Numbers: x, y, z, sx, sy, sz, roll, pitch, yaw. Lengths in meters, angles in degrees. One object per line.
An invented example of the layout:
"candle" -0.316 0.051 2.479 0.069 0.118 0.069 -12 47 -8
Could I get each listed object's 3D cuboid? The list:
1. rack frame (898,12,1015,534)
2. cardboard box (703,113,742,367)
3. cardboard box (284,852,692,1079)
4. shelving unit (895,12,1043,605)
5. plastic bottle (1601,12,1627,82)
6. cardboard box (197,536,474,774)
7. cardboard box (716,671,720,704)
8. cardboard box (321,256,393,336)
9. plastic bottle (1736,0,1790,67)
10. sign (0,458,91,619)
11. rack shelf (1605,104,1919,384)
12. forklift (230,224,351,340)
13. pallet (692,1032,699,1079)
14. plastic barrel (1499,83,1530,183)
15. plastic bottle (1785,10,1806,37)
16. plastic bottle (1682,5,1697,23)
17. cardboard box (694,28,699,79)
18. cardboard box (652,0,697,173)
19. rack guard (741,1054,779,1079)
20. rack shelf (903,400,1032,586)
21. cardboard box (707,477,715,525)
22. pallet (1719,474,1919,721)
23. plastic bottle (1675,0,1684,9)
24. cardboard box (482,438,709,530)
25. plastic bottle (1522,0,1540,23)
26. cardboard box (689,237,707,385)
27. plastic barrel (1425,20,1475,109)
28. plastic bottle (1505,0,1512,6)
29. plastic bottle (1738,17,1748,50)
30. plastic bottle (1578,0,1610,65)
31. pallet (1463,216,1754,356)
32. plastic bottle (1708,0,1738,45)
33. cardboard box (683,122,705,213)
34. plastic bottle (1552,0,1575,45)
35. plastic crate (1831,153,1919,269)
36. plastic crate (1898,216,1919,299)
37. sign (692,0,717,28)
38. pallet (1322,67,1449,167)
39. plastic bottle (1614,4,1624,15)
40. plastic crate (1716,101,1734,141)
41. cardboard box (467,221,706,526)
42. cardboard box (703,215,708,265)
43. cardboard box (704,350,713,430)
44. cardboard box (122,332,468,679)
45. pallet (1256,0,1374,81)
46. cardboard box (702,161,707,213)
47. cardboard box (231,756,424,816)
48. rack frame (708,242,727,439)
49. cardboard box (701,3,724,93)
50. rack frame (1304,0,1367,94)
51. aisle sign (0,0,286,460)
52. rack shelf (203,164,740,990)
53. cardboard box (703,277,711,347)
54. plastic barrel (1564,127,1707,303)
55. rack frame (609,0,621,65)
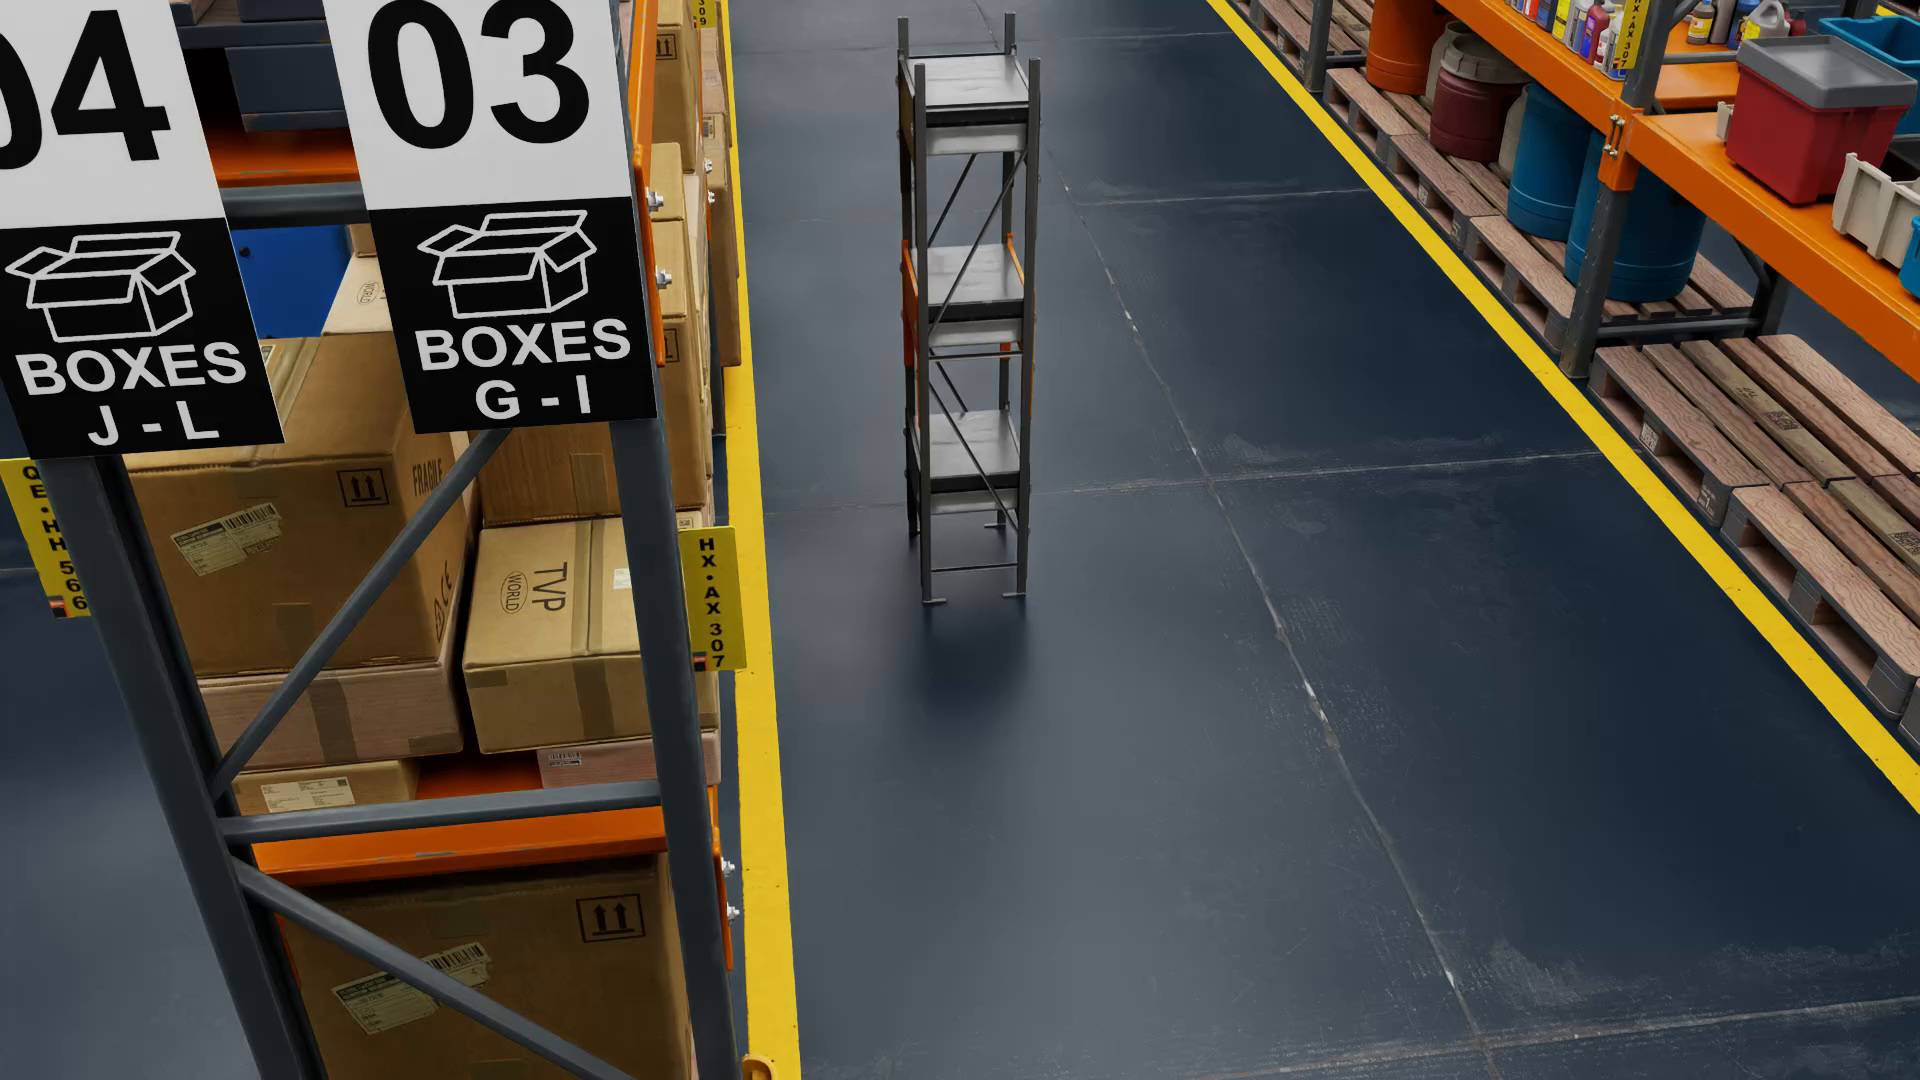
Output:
"rack frame" -0.011 -0.911 6.223 0.400 2.100 0.015 -4 35 -6
"cardboard box" -1.651 -1.341 7.568 1.225 0.875 0.875 -4 35 -6
"cardboard box" -1.172 0.896 4.286 0.875 0.875 0.875 -4 35 -6
"shelving unit" 0.022 -0.775 6.023 0.431 2.100 0.503 -4 35 -6
"plastic bottle" 2.990 -2.209 7.438 0.152 0.276 0.135 -4 35 -6
"cardboard box" -1.335 0.231 3.616 0.500 0.250 0.500 -5 35 -7
"cardboard box" -0.763 0.280 3.899 0.380 0.149 0.250 -5 35 -7
"cardboard box" -1.545 -0.626 4.875 0.500 0.250 0.500 -4 35 -6
"plastic bottle" 3.632 -2.288 7.488 0.144 0.351 0.185 -4 35 -6
"sign" -1.546 -0.001 2.849 0.100 0.325 0.005 -4 35 -6
"rack shelf" 3.632 -0.652 5.681 1.077 0.370 4.000 -4 35 -6
"forklift" -3.948 -2.303 7.526 1.130 2.935 3.031 -24 41 -31
"pallet" -1.192 1.254 4.722 1.003 0.211 1.213 -4 35 -6
"plastic barrel" 3.224 -2.232 9.198 0.421 0.512 0.421 0 34 0
"plastic bottle" 3.737 -2.254 7.497 0.061 0.283 0.133 -4 35 -6
"plastic bottle" 3.615 -2.650 8.151 0.097 0.201 0.097 0 34 0
"cardboard box" -1.427 -2.287 7.354 0.500 0.500 0.500 -4 35 -6
"cardboard box" -1.155 -1.544 5.556 0.500 0.500 0.500 -4 34 -6
"rack guard" -1.004 1.589 3.975 1.175 0.500 0.348 -4 35 -6
"rack shelf" 0.022 -0.186 6.425 0.431 0.518 0.480 -4 35 -6
"cardboard box" -0.868 -0.150 4.530 0.380 0.149 0.250 -5 35 -7
"pallet" 3.668 0.177 6.303 1.003 0.211 1.213 -4 35 -6
"plastic bottle" 3.617 -2.749 8.224 0.061 0.283 0.133 -4 35 -6
"cardboard box" -0.880 -0.096 4.097 0.500 0.250 0.500 -5 35 -7
"plastic bottle" 2.873 -2.694 8.150 0.152 0.276 0.135 -4 35 -6
"cardboard box" -1.020 -0.668 4.936 0.500 0.250 0.500 -5 35 -7
"plastic barrel" 3.072 -2.862 10.123 0.421 0.512 0.421 0 34 0
"plastic bottle" 2.812 -2.801 8.373 0.097 0.201 0.097 0 34 0
"plastic bottle" 3.685 -2.357 7.722 0.097 0.201 0.097 0 34 0
"plastic bottle" 2.914 -2.338 7.620 0.061 0.283 0.133 -4 35 -6
"pallet" 3.301 -1.346 8.538 1.003 0.211 1.213 -4 35 -6
"plastic bottle" 3.629 -2.505 7.872 0.152 0.276 0.135 -4 35 -6
"cardboard box" -1.153 -1.236 5.769 0.500 0.250 0.500 -3 34 -5
"plastic bottle" 2.915 -2.533 7.847 0.144 0.351 0.185 -4 35 -6
"plastic crate" 3.386 -1.175 5.862 0.437 0.282 0.530 -4 35 -6
"plastic crate" 3.371 -0.915 5.524 0.416 0.233 0.300 -4 35 -6
"sign" -0.995 -2.123 6.363 0.100 0.325 0.005 -4 35 -6
"pallet" 2.973 -2.708 10.536 1.003 0.211 1.213 -4 35 -6
"plastic bottle" 3.062 -2.402 7.787 0.097 0.201 0.097 0 34 0
"plastic crate" 3.284 -1.710 6.777 0.396 0.136 0.243 -4 35 -6
"cardboard box" -0.871 -0.396 3.870 0.500 0.500 0.500 -5 35 -8
"cardboard box" -1.075 -1.010 5.792 0.380 0.149 0.250 -4 34 -5
"cardboard box" -0.936 -0.435 4.948 0.380 0.149 0.250 -5 35 -8
"cardboard box" -1.333 -0.080 3.408 0.500 0.500 0.500 -4 34 -6
"pallet" 2.760 -3.580 11.816 1.003 0.211 1.213 -4 35 -6
"cardboard box" -1.144 -1.297 6.212 0.380 0.149 0.250 -4 34 -5
"cardboard box" -1.381 0.472 3.616 0.380 0.149 0.250 -4 34 -5
"rack frame" -1.545 -1.690 6.566 1.000 3.000 0.127 -4 35 -6
"cardboard box" -1.898 -2.333 9.023 1.225 0.875 0.875 -4 35 -6
"rack frame" 2.825 -4.297 10.392 1.000 3.000 0.127 -4 35 -6
"aisle sign" -1.294 -0.469 2.466 0.394 0.787 0.004 -4 35 -6
"rack shelf" -1.276 -0.276 5.131 1.077 0.370 4.000 -4 35 -6
"cardboard box" -1.006 -0.724 5.371 0.380 0.149 0.250 -5 35 -7
"plastic barrel" 3.307 -1.676 8.036 0.600 0.901 0.708 -4 35 -6
"rack frame" -1.007 -1.937 1.601 1.000 3.000 0.127 -4 35 -6
